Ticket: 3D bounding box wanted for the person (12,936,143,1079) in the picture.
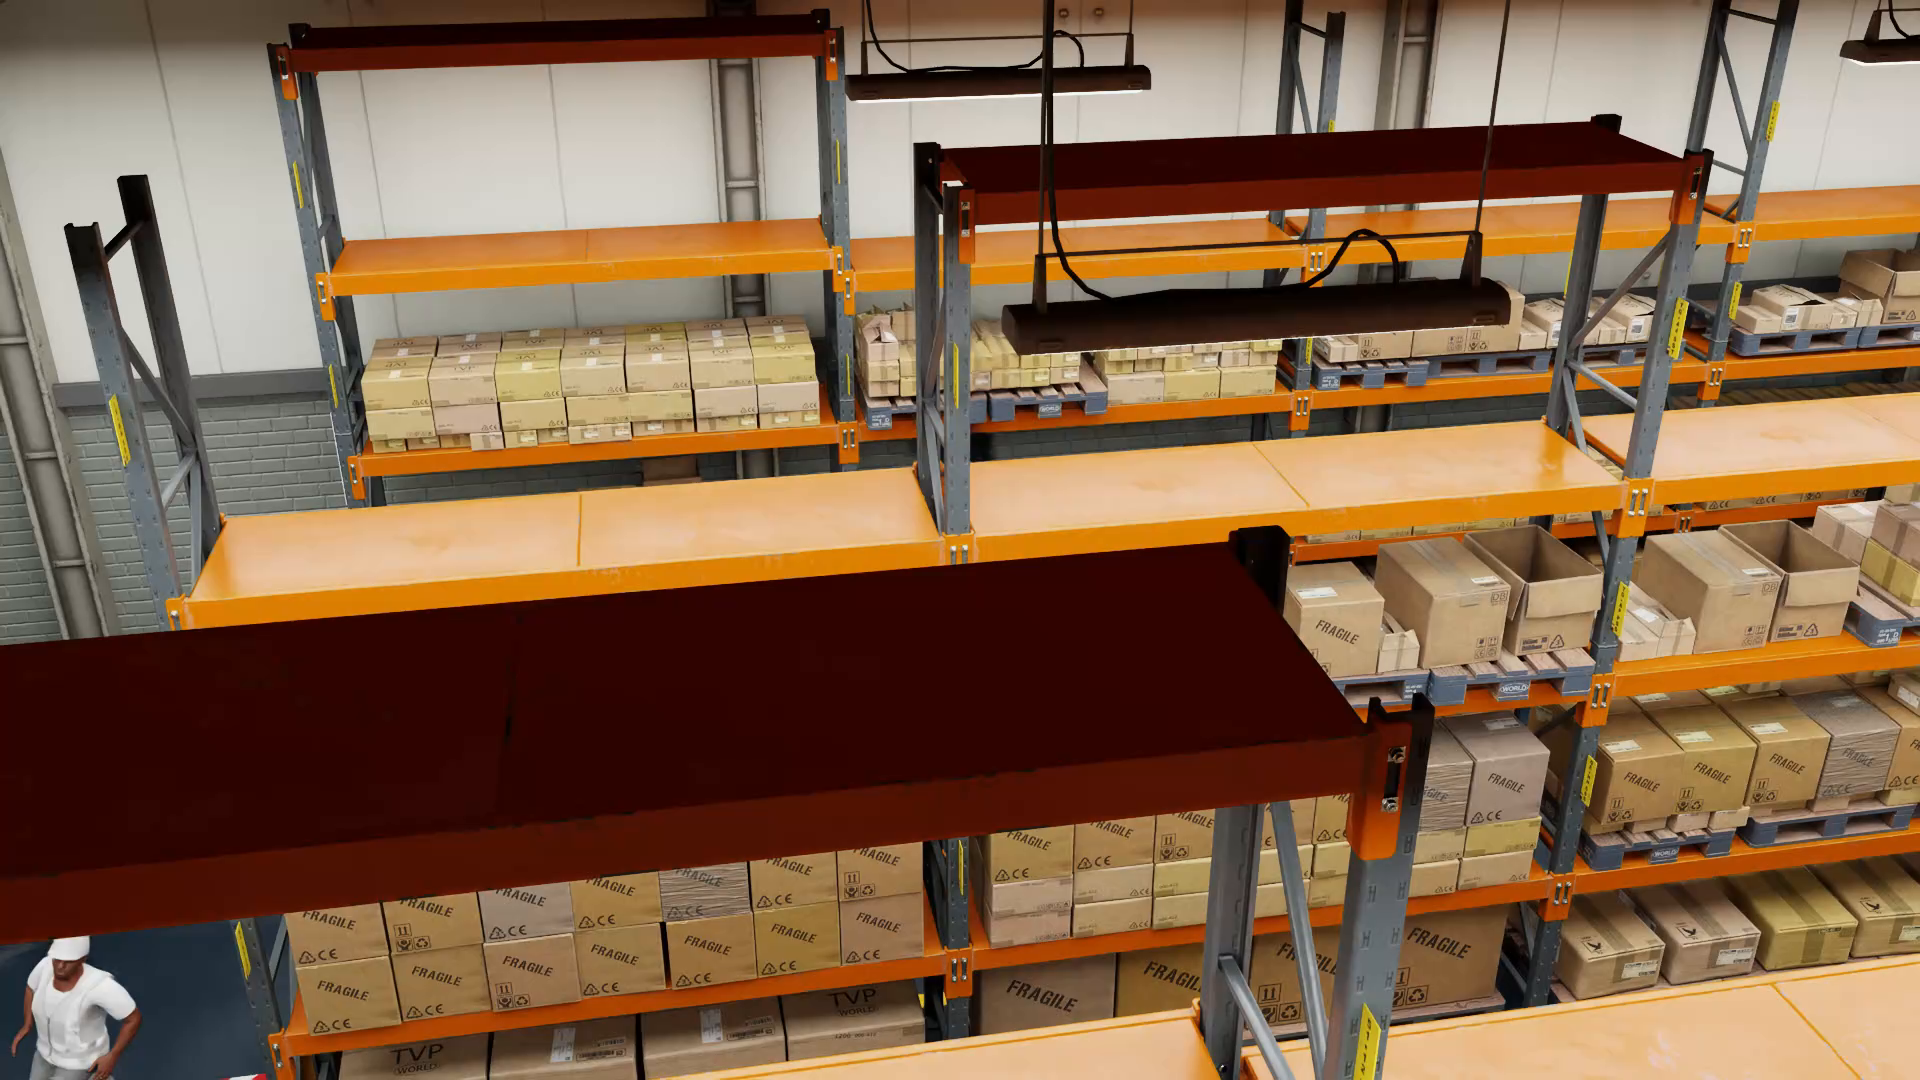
[{"bbox_3d":[-5.359,3.089,9.972,0.769,1.685,0.691,13,29,25],"label":"person"}]
